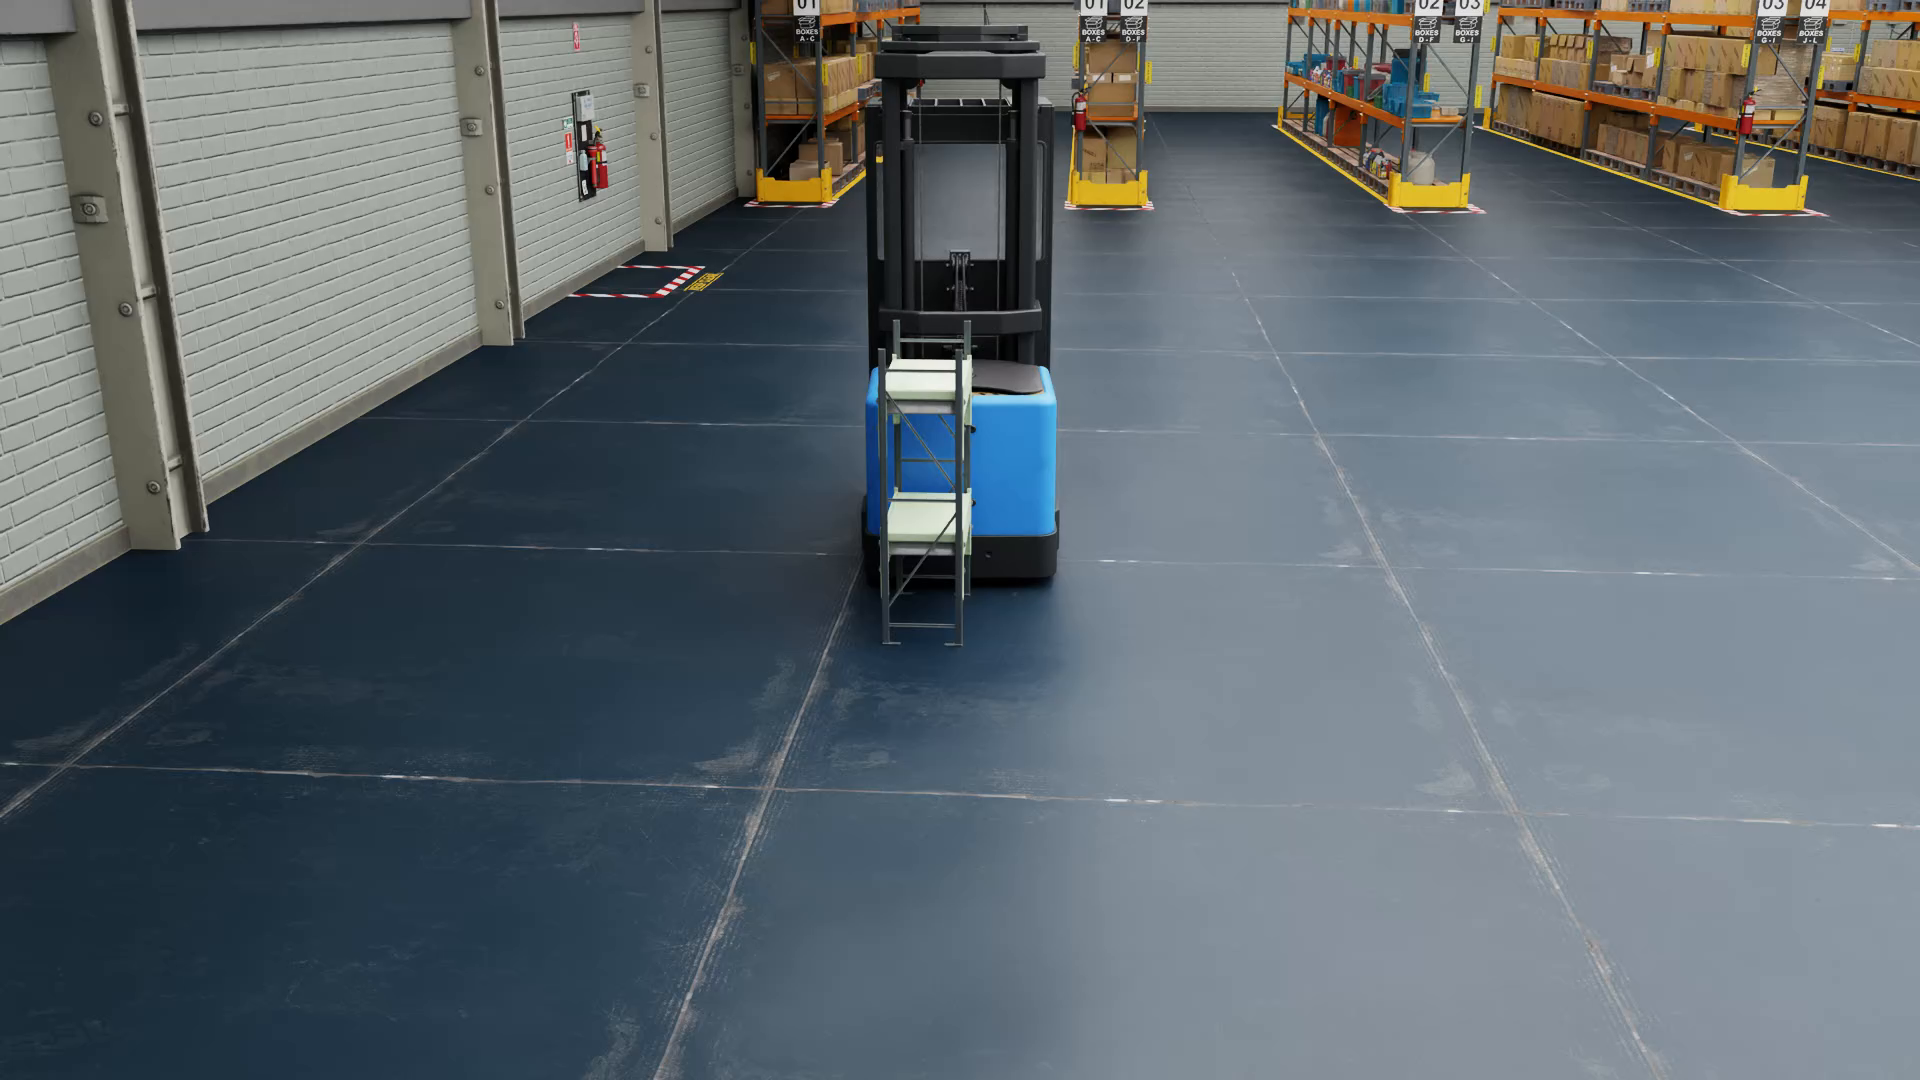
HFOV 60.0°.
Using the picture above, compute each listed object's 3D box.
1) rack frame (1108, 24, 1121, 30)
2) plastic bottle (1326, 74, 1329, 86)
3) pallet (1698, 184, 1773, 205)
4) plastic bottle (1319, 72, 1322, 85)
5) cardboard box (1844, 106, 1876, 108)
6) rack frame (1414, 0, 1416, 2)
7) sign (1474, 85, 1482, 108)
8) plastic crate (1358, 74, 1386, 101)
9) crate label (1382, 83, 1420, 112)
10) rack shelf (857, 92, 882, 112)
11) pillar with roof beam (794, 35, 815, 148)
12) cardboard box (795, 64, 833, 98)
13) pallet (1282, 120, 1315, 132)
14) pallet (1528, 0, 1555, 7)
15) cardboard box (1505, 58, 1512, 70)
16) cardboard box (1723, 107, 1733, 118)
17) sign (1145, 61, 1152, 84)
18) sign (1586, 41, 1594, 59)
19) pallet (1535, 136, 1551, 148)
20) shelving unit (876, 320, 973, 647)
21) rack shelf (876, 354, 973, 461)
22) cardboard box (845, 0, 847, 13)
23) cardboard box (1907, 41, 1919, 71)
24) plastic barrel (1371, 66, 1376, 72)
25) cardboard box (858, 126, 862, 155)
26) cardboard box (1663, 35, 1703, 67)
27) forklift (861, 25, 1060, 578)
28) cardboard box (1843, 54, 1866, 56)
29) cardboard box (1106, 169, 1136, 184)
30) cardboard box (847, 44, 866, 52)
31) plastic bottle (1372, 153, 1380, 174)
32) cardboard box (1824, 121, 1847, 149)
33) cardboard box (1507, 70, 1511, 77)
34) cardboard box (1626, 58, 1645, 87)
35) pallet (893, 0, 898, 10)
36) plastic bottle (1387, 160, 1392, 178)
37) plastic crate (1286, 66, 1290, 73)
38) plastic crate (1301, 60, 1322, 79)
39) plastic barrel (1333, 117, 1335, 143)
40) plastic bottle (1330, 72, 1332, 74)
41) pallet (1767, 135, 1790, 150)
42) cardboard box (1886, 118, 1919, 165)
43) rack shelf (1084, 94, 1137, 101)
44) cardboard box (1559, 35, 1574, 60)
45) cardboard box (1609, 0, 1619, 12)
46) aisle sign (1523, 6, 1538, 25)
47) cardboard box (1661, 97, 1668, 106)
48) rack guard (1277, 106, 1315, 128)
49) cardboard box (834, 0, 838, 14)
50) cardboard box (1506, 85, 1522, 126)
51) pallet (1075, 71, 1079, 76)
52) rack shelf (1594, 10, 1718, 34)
[{"bbox_3d":[3.460,-11.645,40.645,1.000,3.000,0.127,1,18,4],"label":"rack frame"},{"bbox_3d":[7.501,-9.351,33.850,0.097,0.271,0.097,0,18,0],"label":"plastic bottle"},{"bbox_3d":[12.293,-5.404,26.075,1.003,0.211,1.213,1,18,4],"label":"pallet"},{"bbox_3d":[7.575,-9.669,34.822,0.097,0.271,0.097,0,18,0],"label":"plastic bottle"},{"bbox_3d":[18.034,-8.530,33.275,0.500,0.250,0.500,1,18,3],"label":"cardboard box"},{"bbox_3d":[7.254,-9.415,24.205,1.000,3.000,0.127,1,18,4],"label":"rack frame"},{"bbox_3d":[7.802,-6.682,25.054,0.100,0.325,0.005,1,18,4],"label":"sign"},{"bbox_3d":[7.270,-7.994,29.400,0.402,0.464,0.583,1,18,4],"label":"plastic crate"},{"bbox_3d":[7.116,-7.159,26.896,0.502,0.435,0.616,1,18,4],"label":"crate label"},{"bbox_3d":[-2.198,-8.307,31.613,1.077,0.370,4.000,1,18,4],"label":"rack shelf"},{"bbox_3d":[1.283,-11.640,30.996,9.100,9.000,0.400,1,18,4],"label":"pillar with roof beam"},{"bbox_3d":[-2.294,-7.221,26.149,0.500,0.500,0.500,1,18,4],"label":"cardboard box"},{"bbox_3d":[8.303,-9.953,39.959,1.003,0.211,1.213,1,18,4],"label":"pallet"},{"bbox_3d":[13.123,-11.818,36.497,1.003,0.211,1.213,1,18,4],"label":"pallet"},{"bbox_3d":[12.967,-11.032,38.538,0.500,0.250,0.500,1,18,2],"label":"cardboard box"},{"bbox_3d":[11.993,-6.584,25.602,0.380,0.149,0.250,1,18,4],"label":"cardboard box"},{"bbox_3d":[2.866,-7.111,25.289,0.100,0.325,0.005,1,18,4],"label":"sign"},{"bbox_3d":[12.213,-9.500,32.238,0.100,0.325,0.005,1,18,4],"label":"sign"},{"bbox_3d":[13.074,-8.614,35.873,1.003,0.211,1.213,1,18,4],"label":"pallet"},{"bbox_3d":[-0.167,-0.301,8.434,0.431,1.500,0.755,1,18,3],"label":"shelving unit"},{"bbox_3d":[-0.167,-0.672,8.312,0.431,0.370,0.720,1,18,3],"label":"rack shelf"},{"bbox_3d":[-2.180,-9.191,28.145,0.500,0.500,0.500,0,18,-1],"label":"cardboard box"},{"bbox_3d":[17.559,-8.704,29.904,0.700,0.500,0.500,1,18,3],"label":"cardboard box"},{"bbox_3d":[7.966,-8.778,31.714,0.421,0.512,0.421,0,18,0],"label":"plastic barrel"},{"bbox_3d":[-2.241,-7.597,31.599,0.700,0.500,0.500,1,18,5],"label":"cardboard box"},{"bbox_3d":[12.195,-8.226,27.966,0.500,0.500,0.500,1,18,4],"label":"cardboard box"},{"bbox_3d":[-0.005,-1.589,10.065,1.130,2.935,3.031,0,18,0],"label":"forklift"},{"bbox_3d":[18.026,-9.706,33.502,0.380,0.149,0.250,2,18,6],"label":"cardboard box"},{"bbox_3d":[2.574,-5.730,26.336,0.500,0.250,0.500,1,18,4],"label":"cardboard box"},{"bbox_3d":[-2.049,-9.727,32.882,0.380,0.149,0.250,-1,18,-3],"label":"cardboard box"},{"bbox_3d":[7.025,-6.325,27.955,0.144,0.351,0.185,1,18,3],"label":"plastic bottle"},{"bbox_3d":[17.494,-8.018,32.916,0.500,0.500,0.500,1,18,4],"label":"cardboard box"},{"bbox_3d":[12.896,-10.801,38.473,0.380,0.149,0.250,1,18,3],"label":"cardboard box"},{"bbox_3d":[12.513,-8.485,30.161,0.797,0.503,0.637,3,18,10],"label":"cardboard box"},{"bbox_3d":[-1.784,-11.561,35.878,0.805,0.209,1.217,1,18,2],"label":"pallet"},{"bbox_3d":[7.100,-6.138,27.494,0.061,0.283,0.133,1,18,4],"label":"plastic bottle"},{"bbox_3d":[7.949,-11.270,39.826,0.250,0.136,0.298,1,18,4],"label":"plastic crate"},{"bbox_3d":[7.807,-10.465,36.972,0.392,0.384,0.575,1,18,4],"label":"plastic crate"},{"bbox_3d":[7.796,-8.396,34.050,0.421,0.512,0.421,0,18,0],"label":"plastic barrel"},{"bbox_3d":[7.670,-9.538,34.401,0.061,0.283,0.133,1,18,4],"label":"plastic bottle"},{"bbox_3d":[17.940,-8.472,35.438,1.003,0.211,1.213,1,18,4],"label":"pallet"},{"bbox_3d":[17.448,-7.179,29.952,1.050,0.750,0.750,1,18,4],"label":"cardboard box"},{"bbox_3d":[2.743,-8.198,31.279,1.077,0.370,4.000,1,18,4],"label":"rack shelf"},{"bbox_3d":[12.956,-10.293,34.748,0.797,0.503,0.637,1,18,5],"label":"cardboard box"},{"bbox_3d":[12.442,-9.993,31.026,0.500,0.250,0.500,2,18,5],"label":"cardboard box"},{"bbox_3d":[13.645,-12.674,39.610,0.394,0.787,0.004,1,18,4],"label":"aisle sign"},{"bbox_3d":[12.134,-7.439,28.212,0.380,0.149,0.250,1,18,4],"label":"cardboard box"},{"bbox_3d":[8.389,-10.353,40.717,1.175,0.500,0.348,1,18,4],"label":"rack guard"},{"bbox_3d":[-2.247,-8.693,26.627,0.500,0.500,0.500,2,18,6],"label":"cardboard box"},{"bbox_3d":[13.309,-10.130,38.758,0.875,0.875,0.875,1,18,4],"label":"cardboard box"},{"bbox_3d":[3.007,-10.066,36.134,1.003,0.211,1.213,1,18,4],"label":"pallet"},{"bbox_3d":[12.624,-9.401,30.133,1.077,0.370,4.000,1,18,4],"label":"rack shelf"}]
